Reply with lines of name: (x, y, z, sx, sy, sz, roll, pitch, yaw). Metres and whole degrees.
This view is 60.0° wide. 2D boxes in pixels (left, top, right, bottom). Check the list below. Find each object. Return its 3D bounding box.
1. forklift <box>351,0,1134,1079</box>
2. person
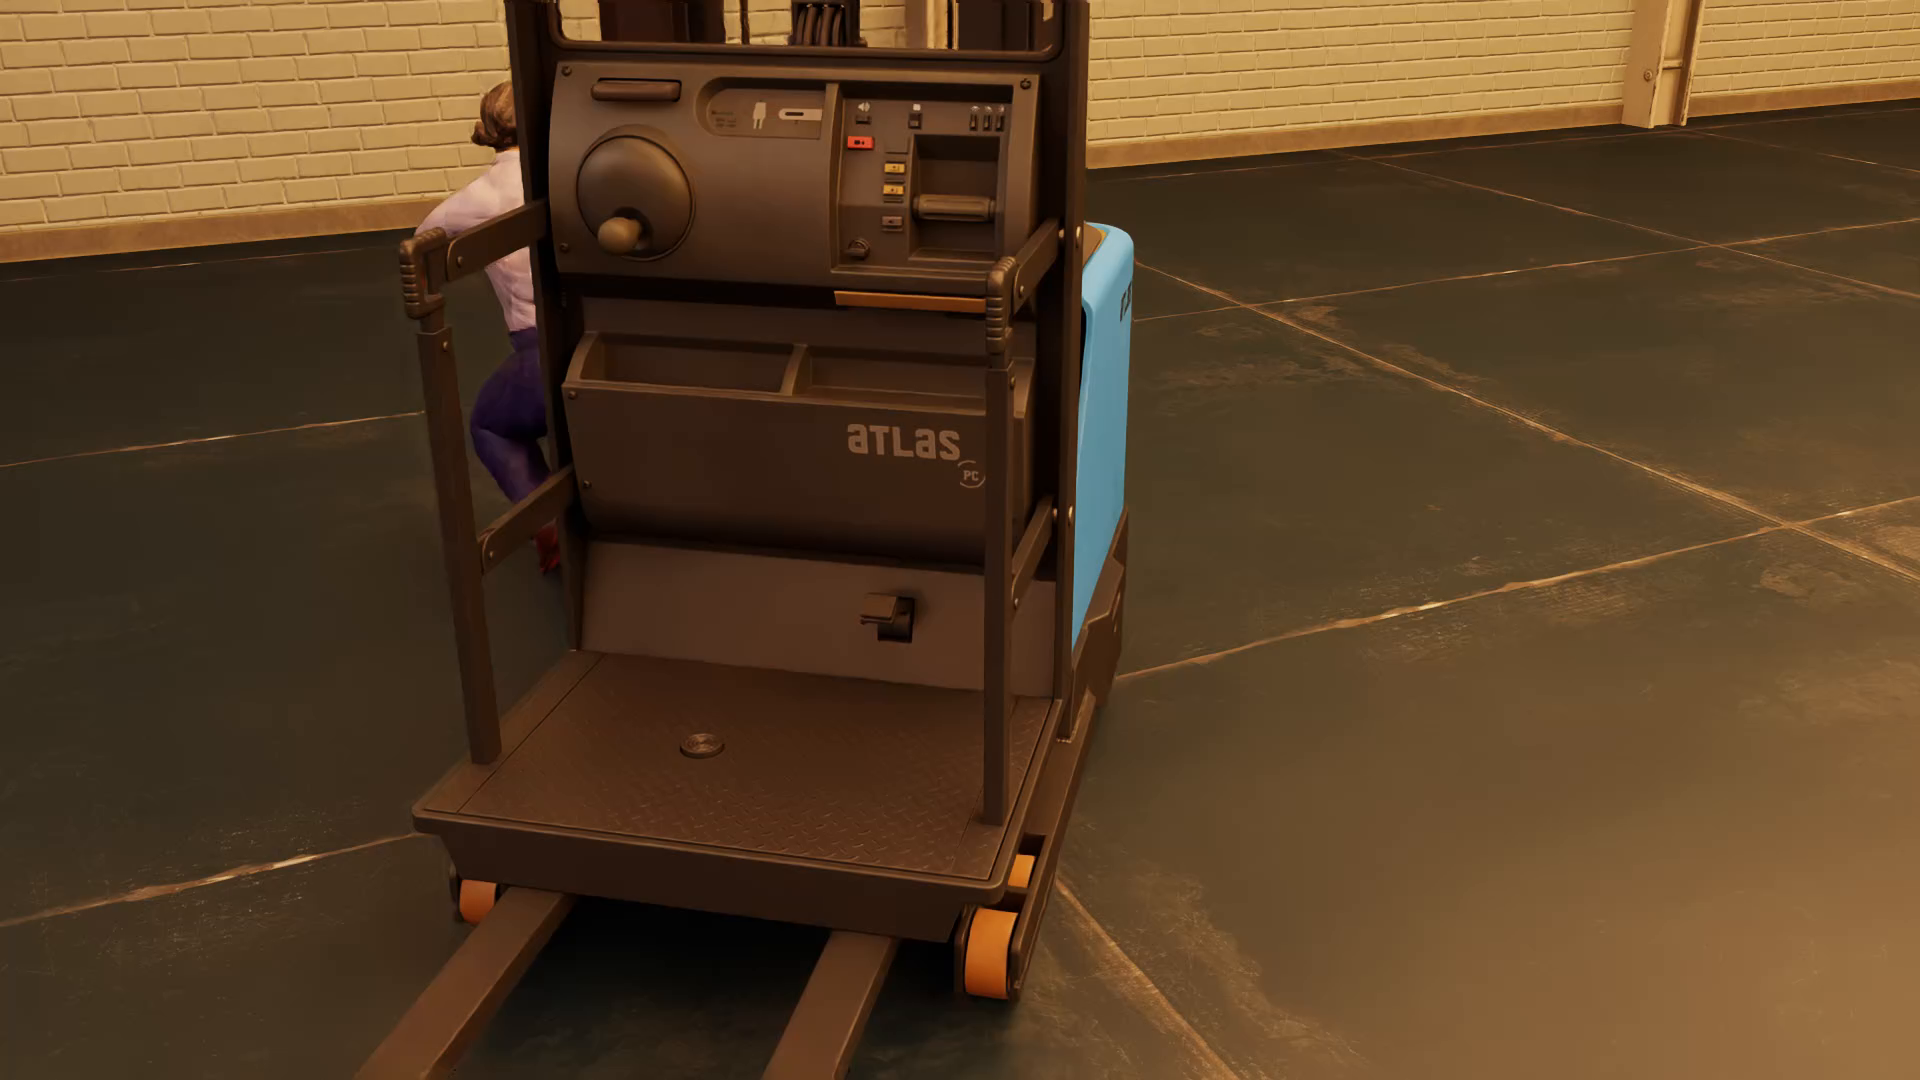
forklift: (-0.362, -0.664, 2.885, 1.130, 2.935, 3.031, 5, 23, 11)
person: (-1.200, -0.638, 4.876, 0.730, 1.382, 0.922, -14, 26, -30)
